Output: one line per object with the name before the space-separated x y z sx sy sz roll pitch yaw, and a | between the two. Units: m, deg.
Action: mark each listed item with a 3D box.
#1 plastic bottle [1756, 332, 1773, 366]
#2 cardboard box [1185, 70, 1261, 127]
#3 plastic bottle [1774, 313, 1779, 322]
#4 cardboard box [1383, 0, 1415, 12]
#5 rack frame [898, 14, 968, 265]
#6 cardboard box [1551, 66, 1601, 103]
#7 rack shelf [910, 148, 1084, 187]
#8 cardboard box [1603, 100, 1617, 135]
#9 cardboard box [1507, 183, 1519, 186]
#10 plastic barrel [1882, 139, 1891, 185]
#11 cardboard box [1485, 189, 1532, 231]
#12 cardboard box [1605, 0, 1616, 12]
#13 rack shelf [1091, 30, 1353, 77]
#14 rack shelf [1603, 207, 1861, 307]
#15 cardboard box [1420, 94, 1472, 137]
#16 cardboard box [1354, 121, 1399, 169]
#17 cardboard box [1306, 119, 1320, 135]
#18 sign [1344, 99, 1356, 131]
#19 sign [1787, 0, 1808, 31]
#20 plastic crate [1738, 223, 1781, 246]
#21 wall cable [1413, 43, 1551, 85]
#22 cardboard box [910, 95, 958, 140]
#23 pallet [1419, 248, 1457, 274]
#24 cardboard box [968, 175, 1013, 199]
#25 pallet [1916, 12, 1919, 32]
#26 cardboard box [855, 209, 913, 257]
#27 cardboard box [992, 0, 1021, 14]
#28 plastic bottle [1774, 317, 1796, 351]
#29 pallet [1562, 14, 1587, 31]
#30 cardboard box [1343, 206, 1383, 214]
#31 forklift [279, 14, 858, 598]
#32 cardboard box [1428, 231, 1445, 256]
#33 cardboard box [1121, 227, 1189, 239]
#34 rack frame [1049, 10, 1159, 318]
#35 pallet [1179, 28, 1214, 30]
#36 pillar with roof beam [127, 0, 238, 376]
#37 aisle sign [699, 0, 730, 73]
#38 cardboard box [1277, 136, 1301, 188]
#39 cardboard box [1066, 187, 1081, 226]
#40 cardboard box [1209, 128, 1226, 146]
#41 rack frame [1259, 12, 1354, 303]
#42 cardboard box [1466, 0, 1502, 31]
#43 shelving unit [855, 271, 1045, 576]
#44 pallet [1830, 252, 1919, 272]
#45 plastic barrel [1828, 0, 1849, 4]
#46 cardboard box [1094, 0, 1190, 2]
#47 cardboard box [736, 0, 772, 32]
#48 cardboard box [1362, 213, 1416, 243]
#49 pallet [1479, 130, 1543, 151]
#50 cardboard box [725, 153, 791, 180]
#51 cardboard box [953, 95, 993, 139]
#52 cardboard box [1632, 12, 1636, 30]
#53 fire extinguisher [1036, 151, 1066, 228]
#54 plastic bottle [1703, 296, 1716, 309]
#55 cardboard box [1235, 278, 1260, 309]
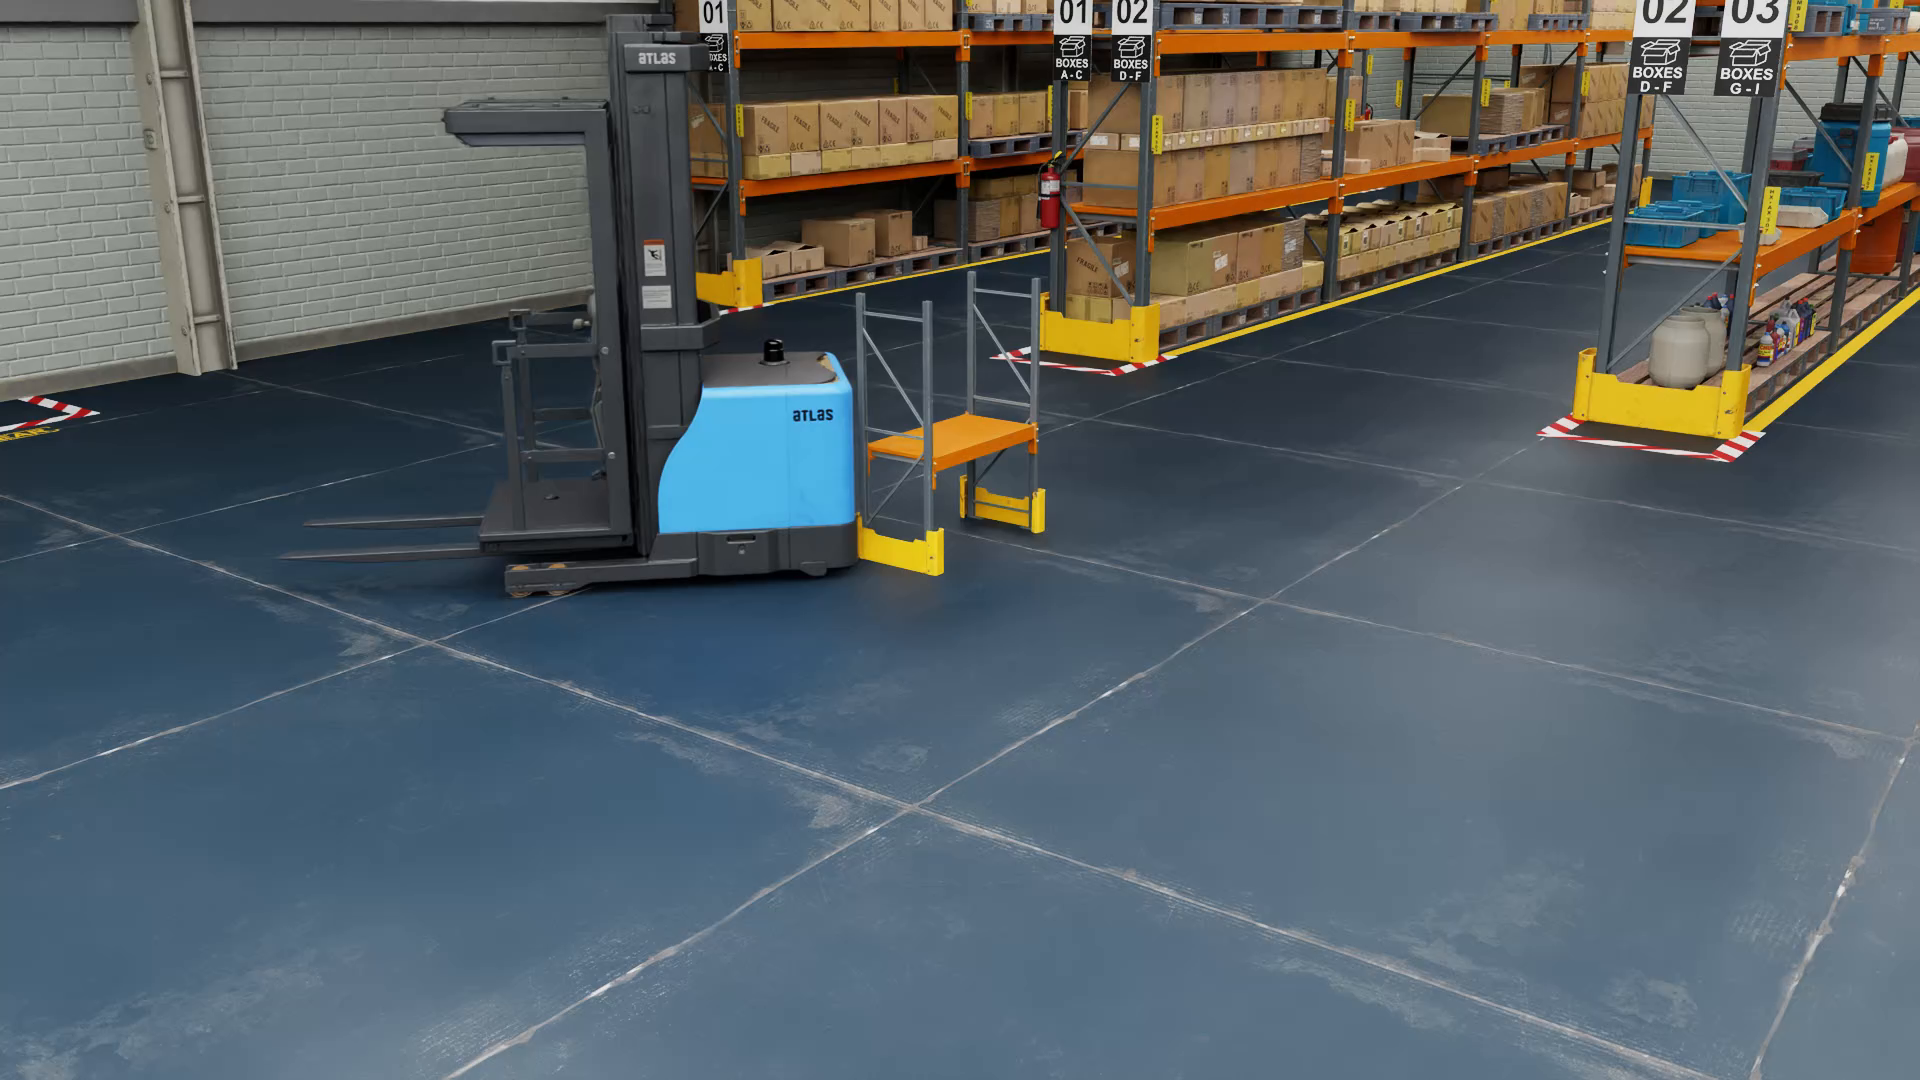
plastic bottle | 6.568 -1.559 13.566 0.097 0.271 0.097 0 17 0
cardboard box | 2.489 -4.306 16.196 0.700 0.500 0.500 12 21 35
plastic bottle | 7.064 -1.826 14.404 0.061 0.283 0.133 12 21 35
cardboard box | 4.833 -6.110 18.849 0.500 0.250 0.500 10 20 30
rack frame | -0.336 -4.979 20.718 1.000 3.000 0.127 12 21 35
cardboard box | 8.918 -6.597 24.076 0.500 0.500 0.500 13 22 36
rack shelf | 0.856 -5.111 22.359 1.077 0.370 4.000 12 21 35
cardboard box | 9.537 -6.372 25.036 0.500 0.500 0.500 12 21 34
cardboard box | 7.619 -4.825 23.696 0.500 0.500 0.500 13 21 35
plastic barrel | 8.804 -3.657 16.232 0.433 0.535 0.433 0 17 0
cardboard box | 7.446 -4.501 22.652 0.500 0.500 0.500 12 21 33
cardboard box | 9.197 -7.801 24.157 0.500 0.250 0.500 12 21 35
rack shelf | 2.453 -4.717 16.030 1.077 0.370 4.000 12 21 35
rack shelf | 6.429 -2.408 13.654 1.077 0.370 4.000 12 21 35
cardboard box | 6.313 -5.475 21.440 0.700 0.500 0.500 5 18 16
cardboard box | 4.728 -4.577 19.255 0.500 0.500 0.500 12 21 35
cardboard box | 3.506 -4.301 17.272 0.380 0.149 0.250 12 21 34
sign | 4.092 -4.458 17.448 0.100 0.325 0.005 12 21 35
sign | 5.677 -3.614 11.250 0.100 0.325 0.005 12 21 35
plastic crate | 6.029 -2.306 12.555 0.298 0.136 0.250 12 21 35
wall cable | 10.471 -10.503 33.627 3.097 2.526 0.112 12 21 35
cardboard box | -0.369 -5.108 20.088 0.500 0.500 0.500 12 21 35
pallet | 5.506 -3.536 20.775 1.003 0.211 1.213 12 21 35
cardboard box | 0.349 -4.637 21.826 0.500 0.250 0.500 12 21 34
pallet | 10.538 -5.688 18.263 1.003 0.211 1.213 12 21 35
cardboard box | -0.922 -3.741 20.205 0.500 0.500 0.500 11 20 31
cardboard box | 0.421 -6.832 21.070 0.500 0.311 0.500 13 22 36
plastic bottle | 7.062 -1.772 14.244 0.152 0.276 0.135 13 21 36
pallet | 7.967 -7.209 23.161 1.213 0.211 1.003 12 21 35
cardboard box | 4.868 -3.892 20.200 0.500 0.311 0.500 12 21 33
forklift | -2.125 -1.265 8.875 3.031 2.935 1.130 -3 17 -9
cardboard box | 5.606 -3.653 20.376 0.500 0.250 0.500 12 21 34
cardboard box | 1.926 -2.818 16.425 0.500 0.500 0.500 12 21 35
rack frame | 1.262 -3.152 14.834 1.000 3.000 0.127 12 21 35
pallet | 3.053 -7.703 24.753 1.003 0.211 1.213 14 22 37
pillar with roof beam | -3.114 -5.021 10.738 9.100 9.000 0.400 12 21 35
aisle sign | -2.521 -5.197 17.039 0.394 0.787 0.004 12 21 35
cardboard box | 3.077 -3.918 17.135 0.700 0.500 0.500 12 21 34
cardboard box | 1.260 -4.665 23.181 0.700 0.500 0.500 12 21 35
cardboard box | 2.282 -3.811 15.695 0.380 0.149 0.250 12 21 33
rack frame | 3.645 -4.104 17.902 1.000 3.000 0.127 12 21 35
cardboard box | 6.261 -6.647 20.864 0.910 0.500 0.500 12 21 35
shelving unit | -0.045 -0.698 9.463 0.587 1.500 1.083 12 21 35
pallet | 11.168 -3.334 20.122 1.003 0.211 1.213 12 21 35
plastic barrel | 7.749 -5.059 15.075 0.600 0.901 0.708 12 21 35
cardboard box | 1.607 -5.037 14.730 0.797 0.503 0.637 14 22 38
cardboard box | -2.319 -5.551 17.302 0.500 0.500 0.500 13 22 36
cardboard box | 5.006 -3.680 19.520 0.500 0.311 0.500 13 22 36
pallet | 7.183 -5.429 22.493 1.003 0.211 1.213 12 21 35
cardboard box | -2.173 -4.024 17.863 0.500 0.250 0.500 12 21 33
cardboard box | -0.005 -5.352 21.009 0.700 0.500 0.500 12 21 35
cardboard box | 10.106 -7.916 25.371 0.500 0.250 0.500 12 21 35
fire extinguisher | 0.818 -3.169 15.020 0.296 0.674 0.183 12 21 35
plastic bottle | 6.694 -2.009 14.881 0.144 0.351 0.185 11 21 32
cardboard box | 2.655 -2.484 16.614 0.500 0.250 0.500 12 21 35
